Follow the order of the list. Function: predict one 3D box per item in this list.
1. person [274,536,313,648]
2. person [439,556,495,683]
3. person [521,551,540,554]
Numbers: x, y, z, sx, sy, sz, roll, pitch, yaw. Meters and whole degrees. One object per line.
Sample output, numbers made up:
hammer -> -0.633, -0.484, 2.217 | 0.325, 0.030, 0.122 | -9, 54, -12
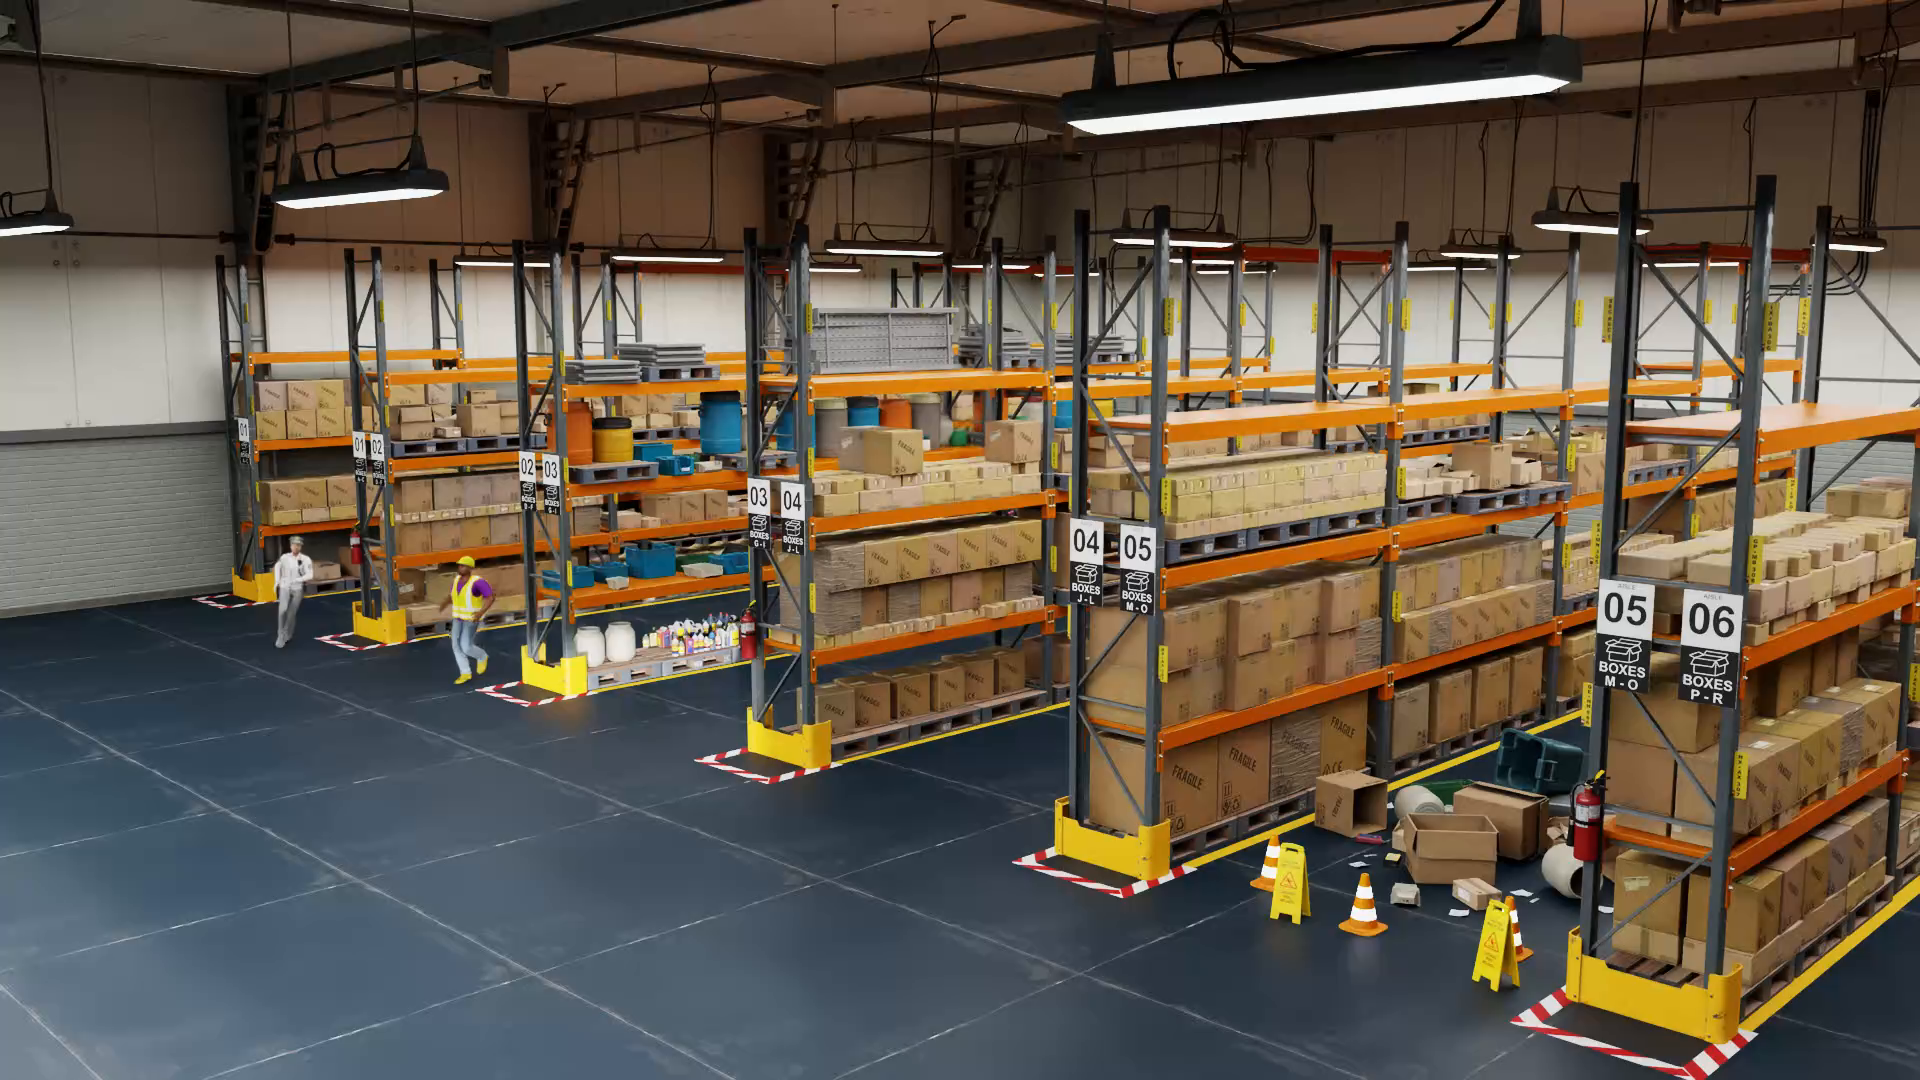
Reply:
person -> -10.121, 0.763, 25.254 | 0.595, 1.662, 0.648 | -2, 8, -14
person -> -6.791, 1.082, 22.939 | 0.745, 1.741, 0.623 | 4, 9, 28
person -> -7.682, 0.098, 30.021 | 0.563, 1.599, 0.533 | 6, 10, 36
